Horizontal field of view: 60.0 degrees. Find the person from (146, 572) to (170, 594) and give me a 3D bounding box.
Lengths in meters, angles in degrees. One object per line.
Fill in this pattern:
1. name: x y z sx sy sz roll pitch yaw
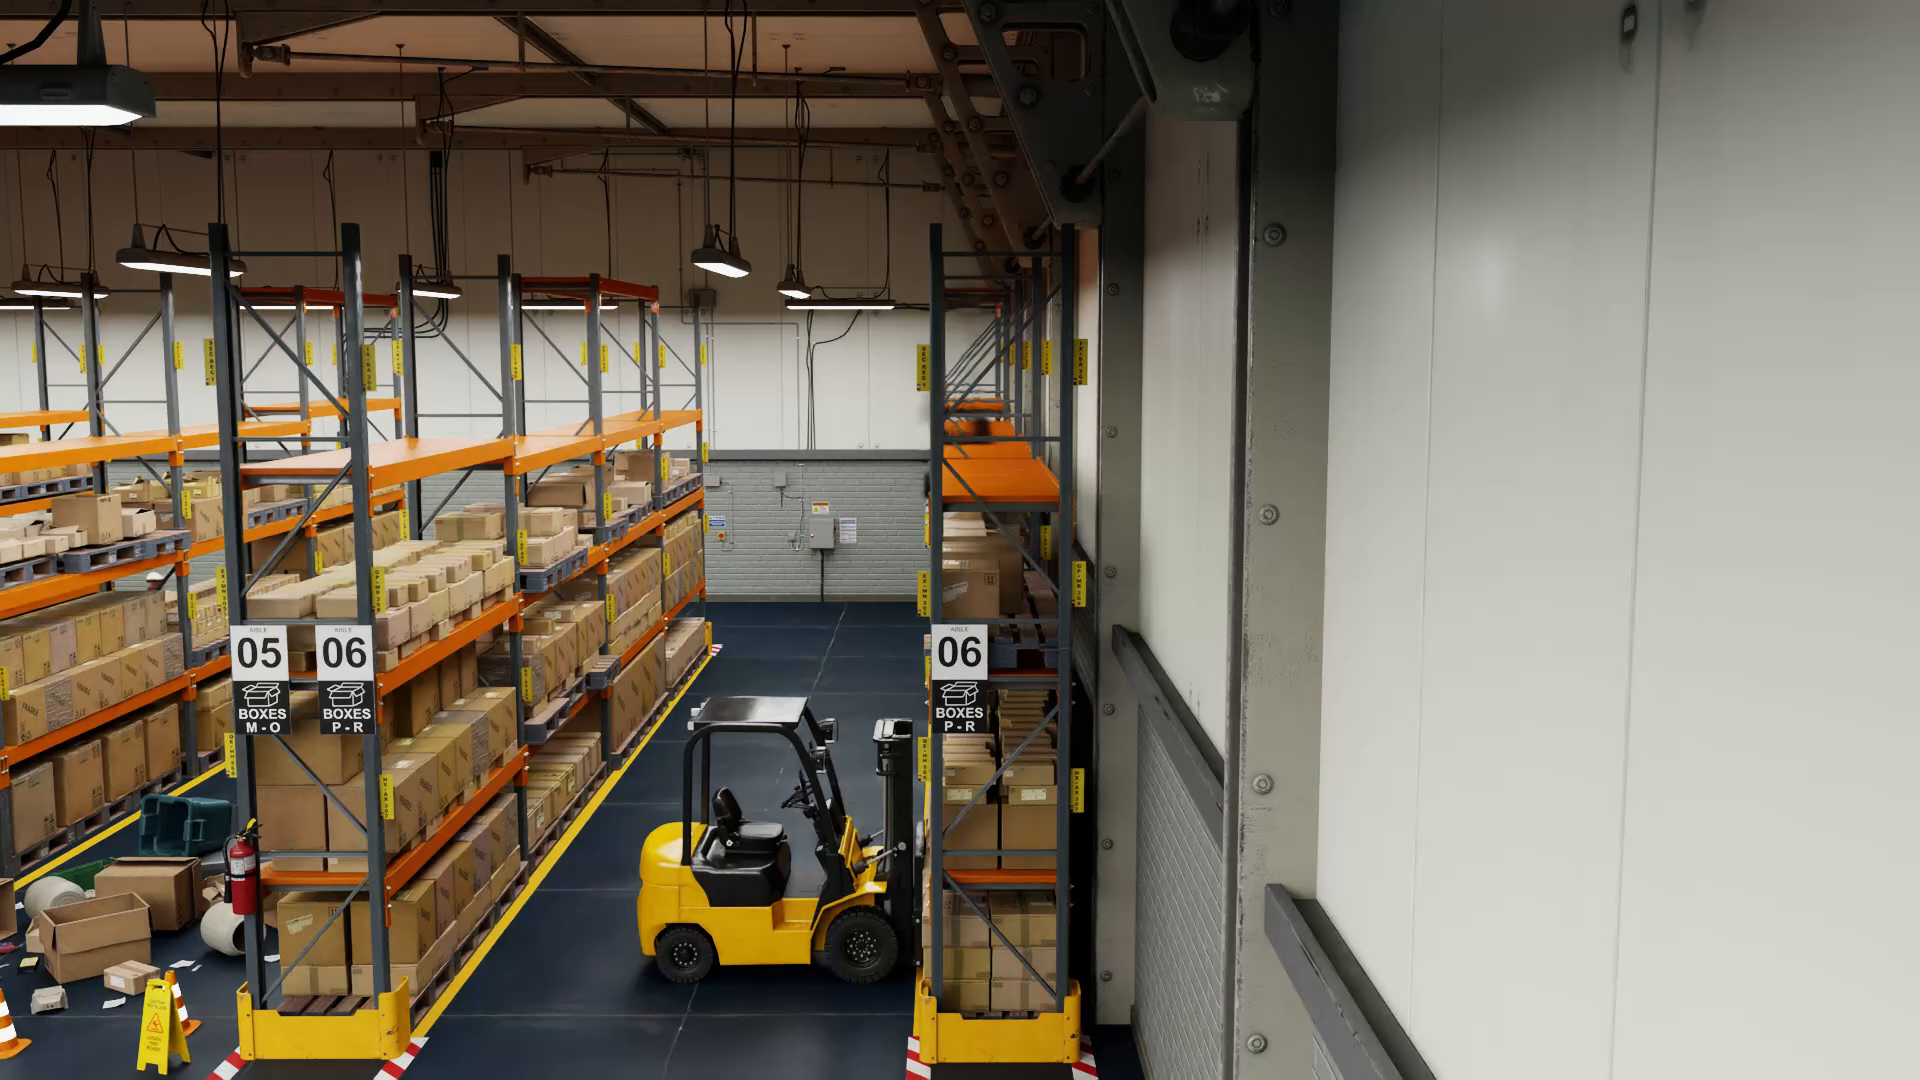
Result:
1. person: -12.076 1.377 25.004 0.642 1.822 0.808 -1 7 -8
